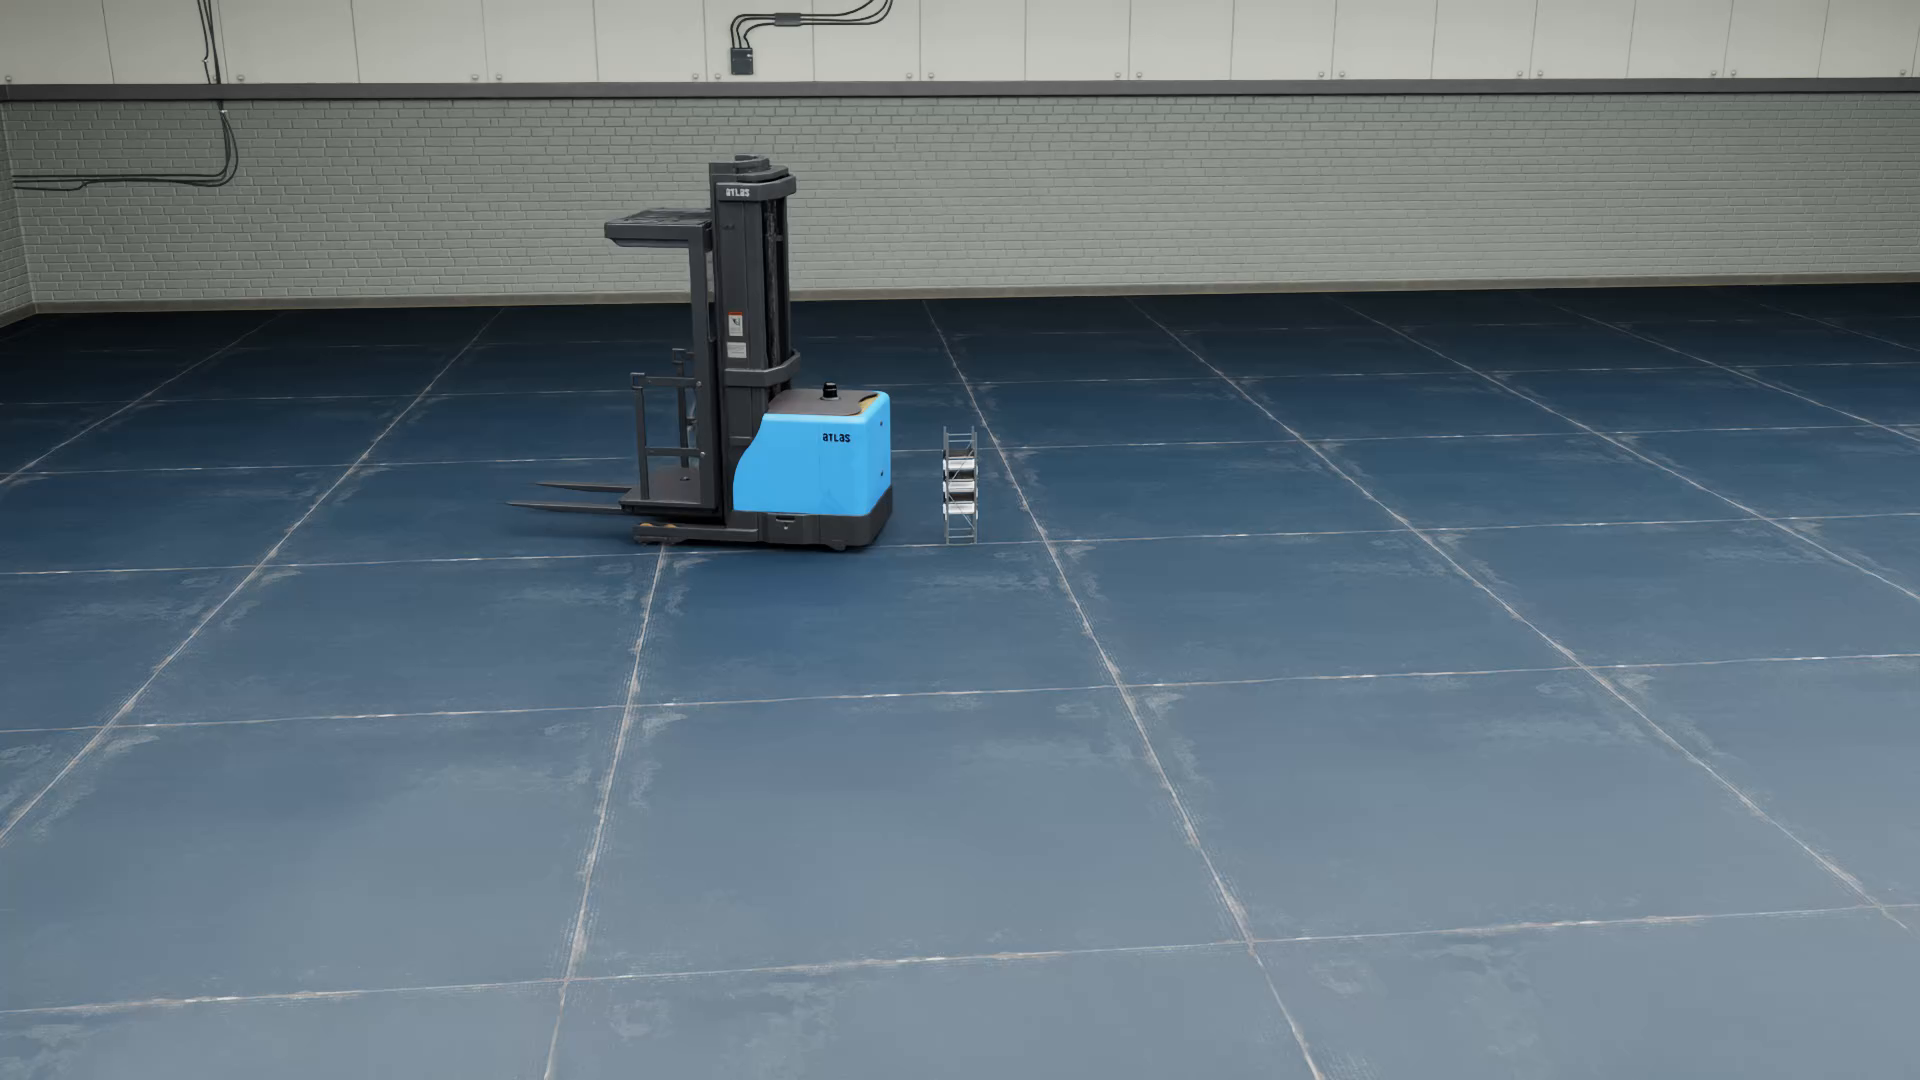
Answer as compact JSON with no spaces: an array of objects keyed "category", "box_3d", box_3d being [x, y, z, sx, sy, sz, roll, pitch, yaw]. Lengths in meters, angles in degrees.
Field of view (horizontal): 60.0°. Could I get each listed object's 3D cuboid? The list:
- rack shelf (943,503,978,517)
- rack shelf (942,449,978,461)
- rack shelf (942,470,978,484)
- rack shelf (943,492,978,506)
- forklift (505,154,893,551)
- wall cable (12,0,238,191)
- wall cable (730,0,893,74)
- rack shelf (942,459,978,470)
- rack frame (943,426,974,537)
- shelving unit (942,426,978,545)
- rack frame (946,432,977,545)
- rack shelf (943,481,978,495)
[{"category":"rack shelf","box_3d":[0.001,-0.223,13.098,0.258,0.077,0.200,-2,18,-6]},{"category":"rack shelf","box_3d":[0.001,-0.653,12.964,0.258,0.077,0.200,-2,18,-6]},{"category":"rack shelf","box_3d":[0.001,-0.481,13.018,0.258,0.077,0.200,-2,18,-6]},{"category":"rack shelf","box_3d":[0.001,-0.309,13.072,0.258,0.077,0.200,-2,18,-6]},{"category":"forklift","box_3d":[-2.117,-1.506,13.081,3.031,2.935,1.130,3,18,9]},{"category":"wall cable","box_3d":[-11.492,-6.020,22.512,3.097,2.526,0.112,-2,18,-6]},{"category":"wall cable","box_3d":[-2.048,-9.412,22.457,2.305,6.003,0.169,-2,18,-6]},{"category":"rack shelf","box_3d":[0.001,-0.567,12.991,0.258,0.077,0.200,-2,18,-6]},{"category":"rack frame","box_3d":[-0.010,-0.457,13.131,0.240,0.900,0.006,-2,18,-6]},{"category":"shelving unit","box_3d":[0.001,-0.427,13.035,0.258,0.900,0.210,-2,18,-6]},{"category":"rack frame","box_3d":[0.011,-0.397,12.938,0.240,0.900,0.006,-2,18,-6]},{"category":"rack shelf","box_3d":[0.001,-0.395,13.045,0.258,0.077,0.200,-2,18,-6]}]
